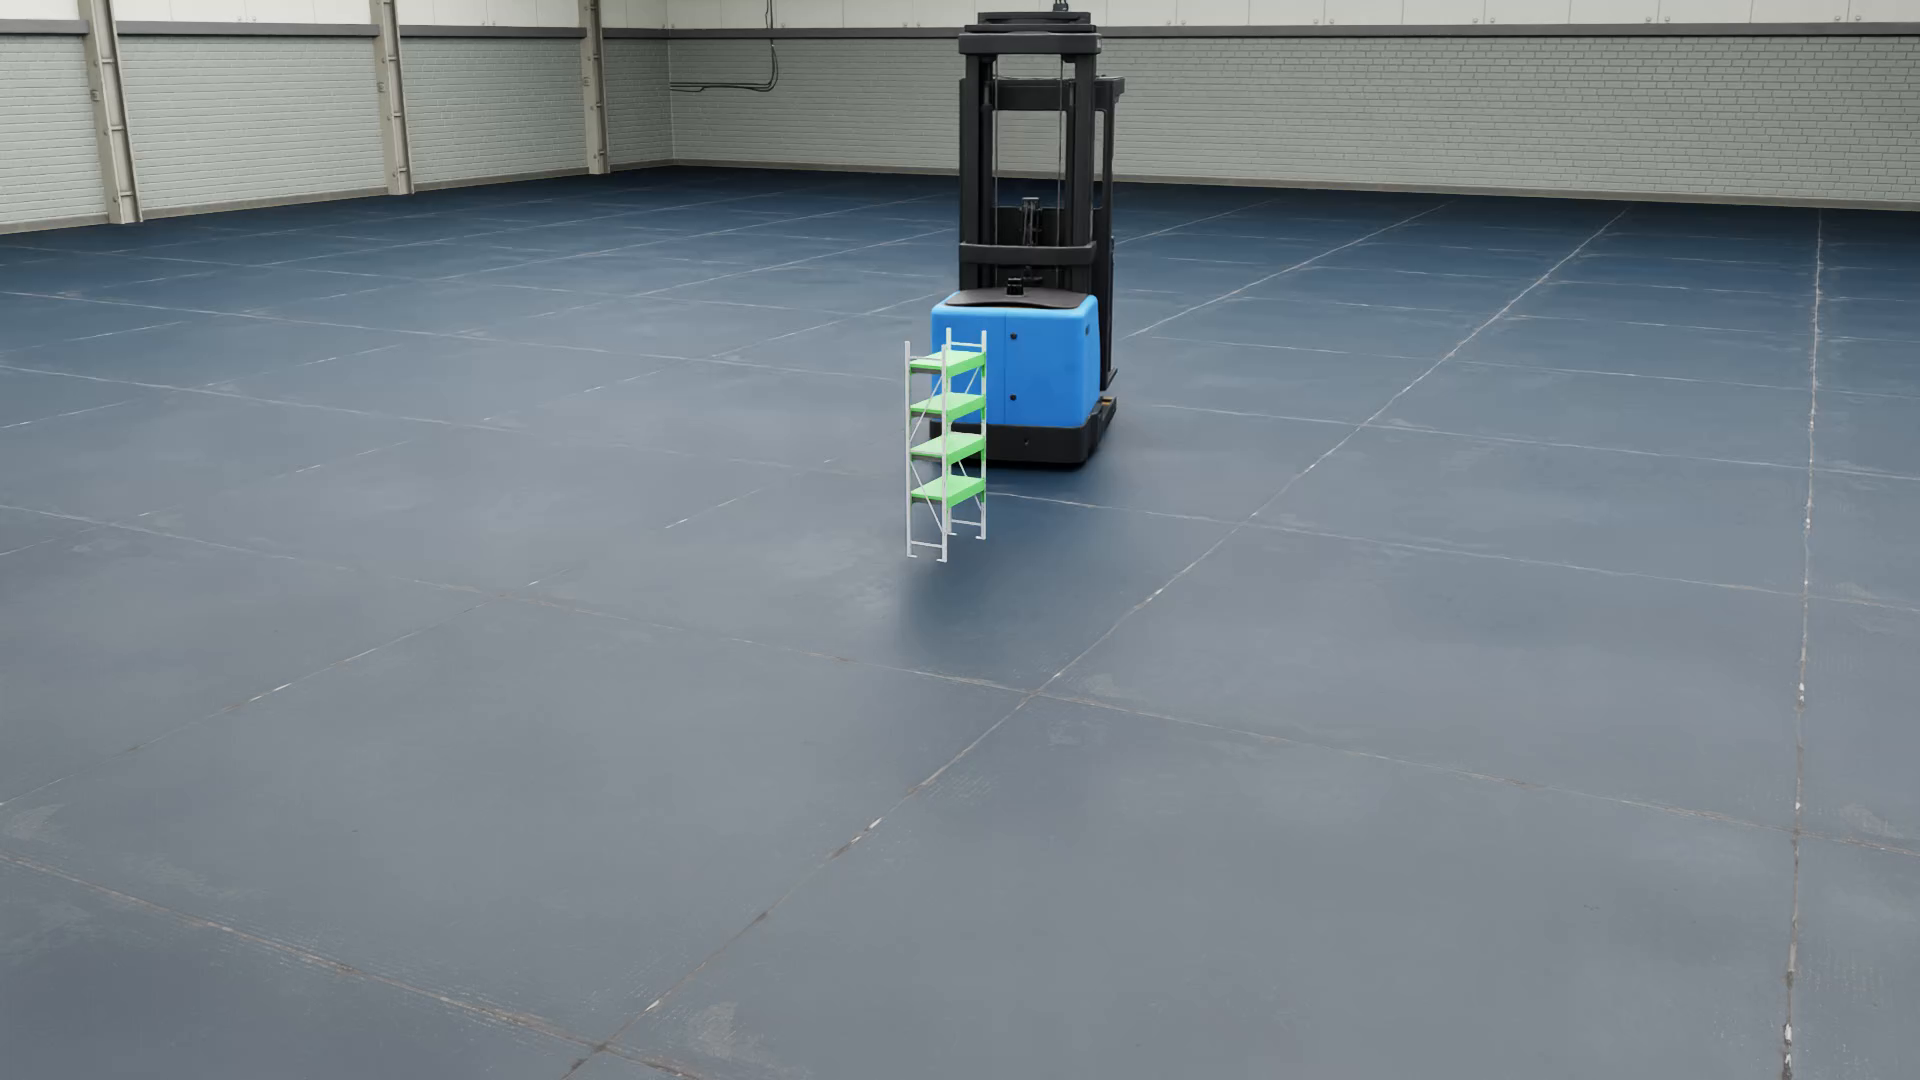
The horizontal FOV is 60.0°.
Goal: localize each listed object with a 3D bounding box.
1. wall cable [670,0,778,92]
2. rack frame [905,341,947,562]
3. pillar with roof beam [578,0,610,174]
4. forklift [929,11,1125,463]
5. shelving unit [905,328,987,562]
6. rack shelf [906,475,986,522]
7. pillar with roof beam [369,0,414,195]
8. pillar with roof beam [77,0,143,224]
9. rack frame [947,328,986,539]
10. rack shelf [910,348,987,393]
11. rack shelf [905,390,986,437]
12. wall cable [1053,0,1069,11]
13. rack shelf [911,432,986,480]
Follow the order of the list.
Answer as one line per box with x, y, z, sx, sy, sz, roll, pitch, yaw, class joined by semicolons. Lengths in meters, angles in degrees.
-5.521;-11.561;38.096;3.097;2.526;0.112;8;18;25;wall cable
-0.183;-0.471;9.002;0.240;1.200;0.015;8;18;25;rack frame
-4.169;-11.919;33.850;9.100;9.000;0.400;8;18;25;pillar with roof beam
0.582;-2.288;12.080;1.130;2.935;3.031;3;17;11;forklift
-0.074;-0.533;9.212;0.258;1.200;0.503;8;18;25;shelving unit
-0.074;-0.242;9.298;0.258;0.148;0.480;8;18;25;rack shelf
-6.850;-10.391;28.704;9.100;9.000;0.400;8;18;25;pillar with roof beam
-9.531;-8.863;23.559;9.100;9.000;0.400;8;18;25;pillar with roof beam
0.035;-0.595;9.421;0.240;1.200;0.015;8;18;25;rack frame
-0.074;-0.932;9.093;0.258;0.148;0.480;8;18;25;rack shelf
-0.074;-0.702;9.161;0.258;0.148;0.480;8;18;25;rack shelf
2.965;-13.468;33.089;2.305;6.003;0.169;8;18;25;wall cable
-0.074;-0.472;9.230;0.258;0.148;0.480;8;18;25;rack shelf
